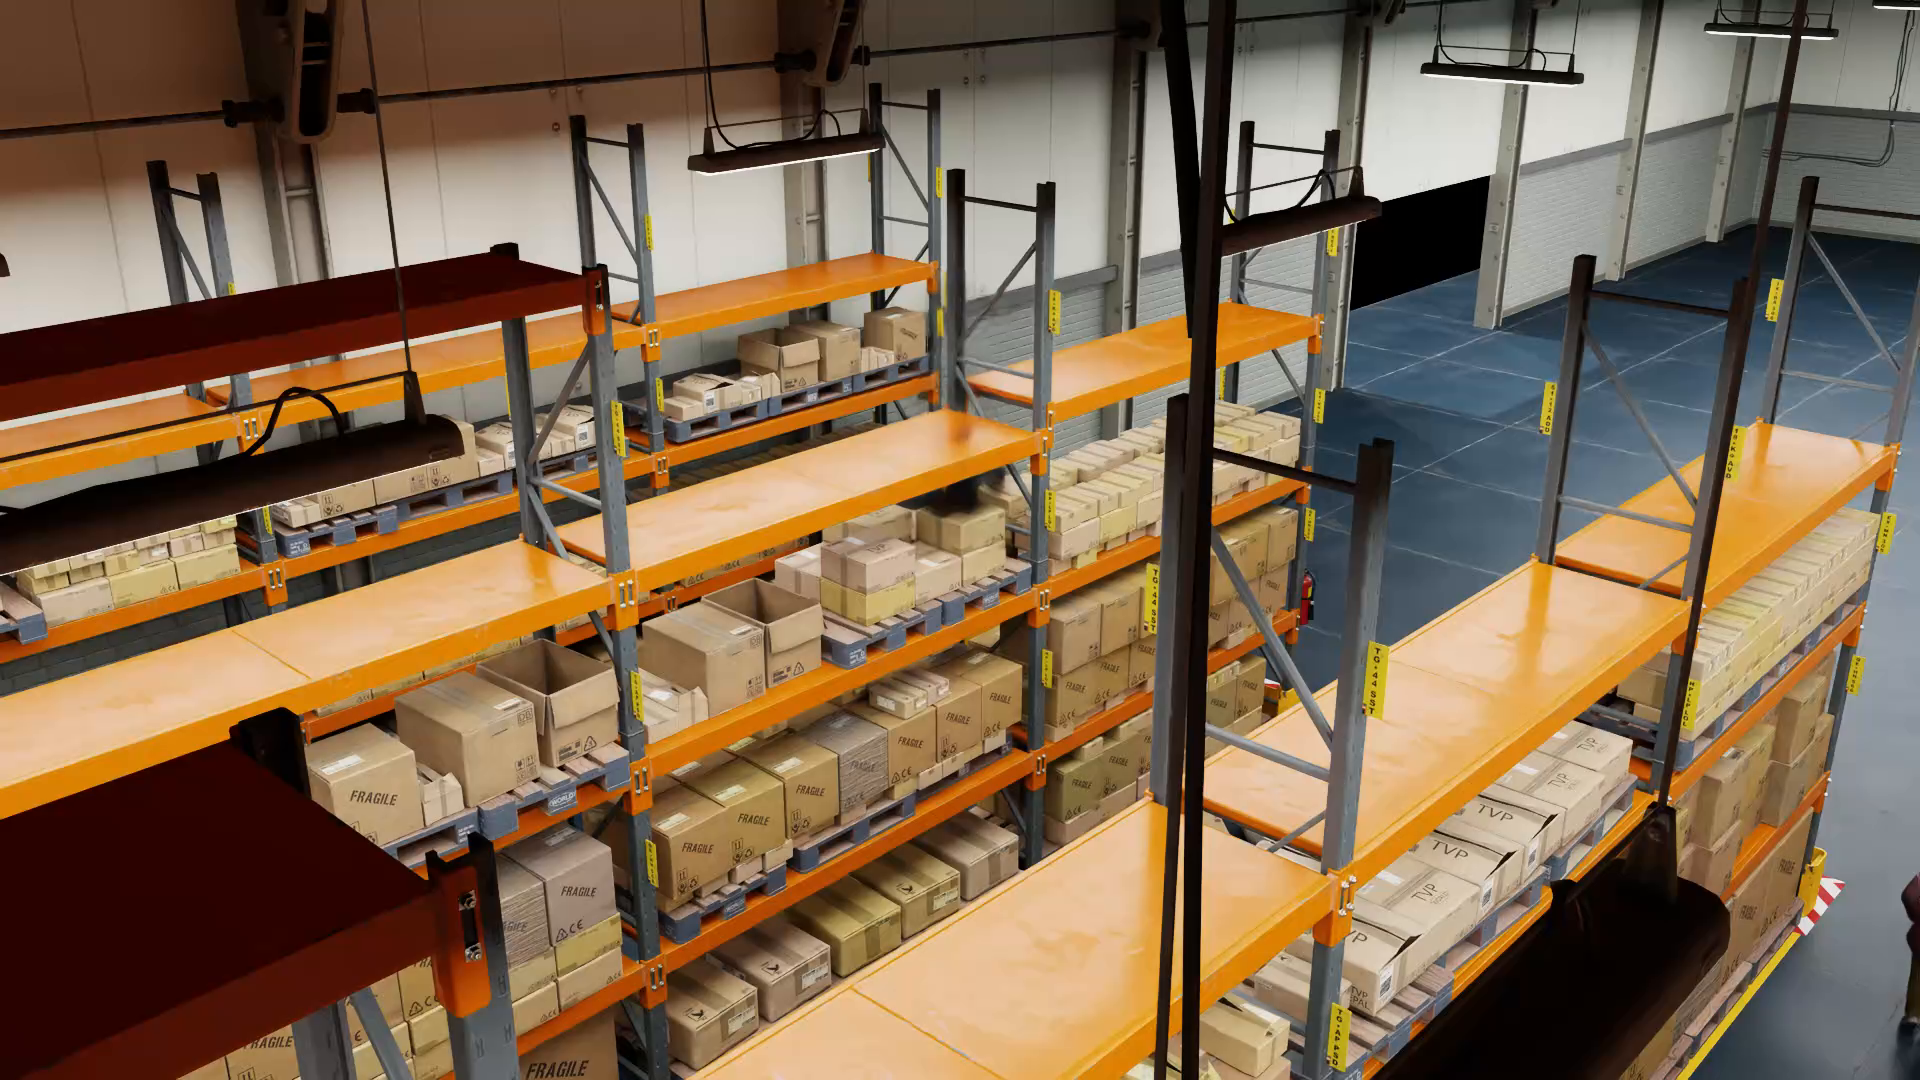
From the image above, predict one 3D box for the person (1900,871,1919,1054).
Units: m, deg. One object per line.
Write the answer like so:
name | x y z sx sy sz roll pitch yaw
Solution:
person | 7.166 2.908 12.084 0.685 1.826 0.776 13 25 30
